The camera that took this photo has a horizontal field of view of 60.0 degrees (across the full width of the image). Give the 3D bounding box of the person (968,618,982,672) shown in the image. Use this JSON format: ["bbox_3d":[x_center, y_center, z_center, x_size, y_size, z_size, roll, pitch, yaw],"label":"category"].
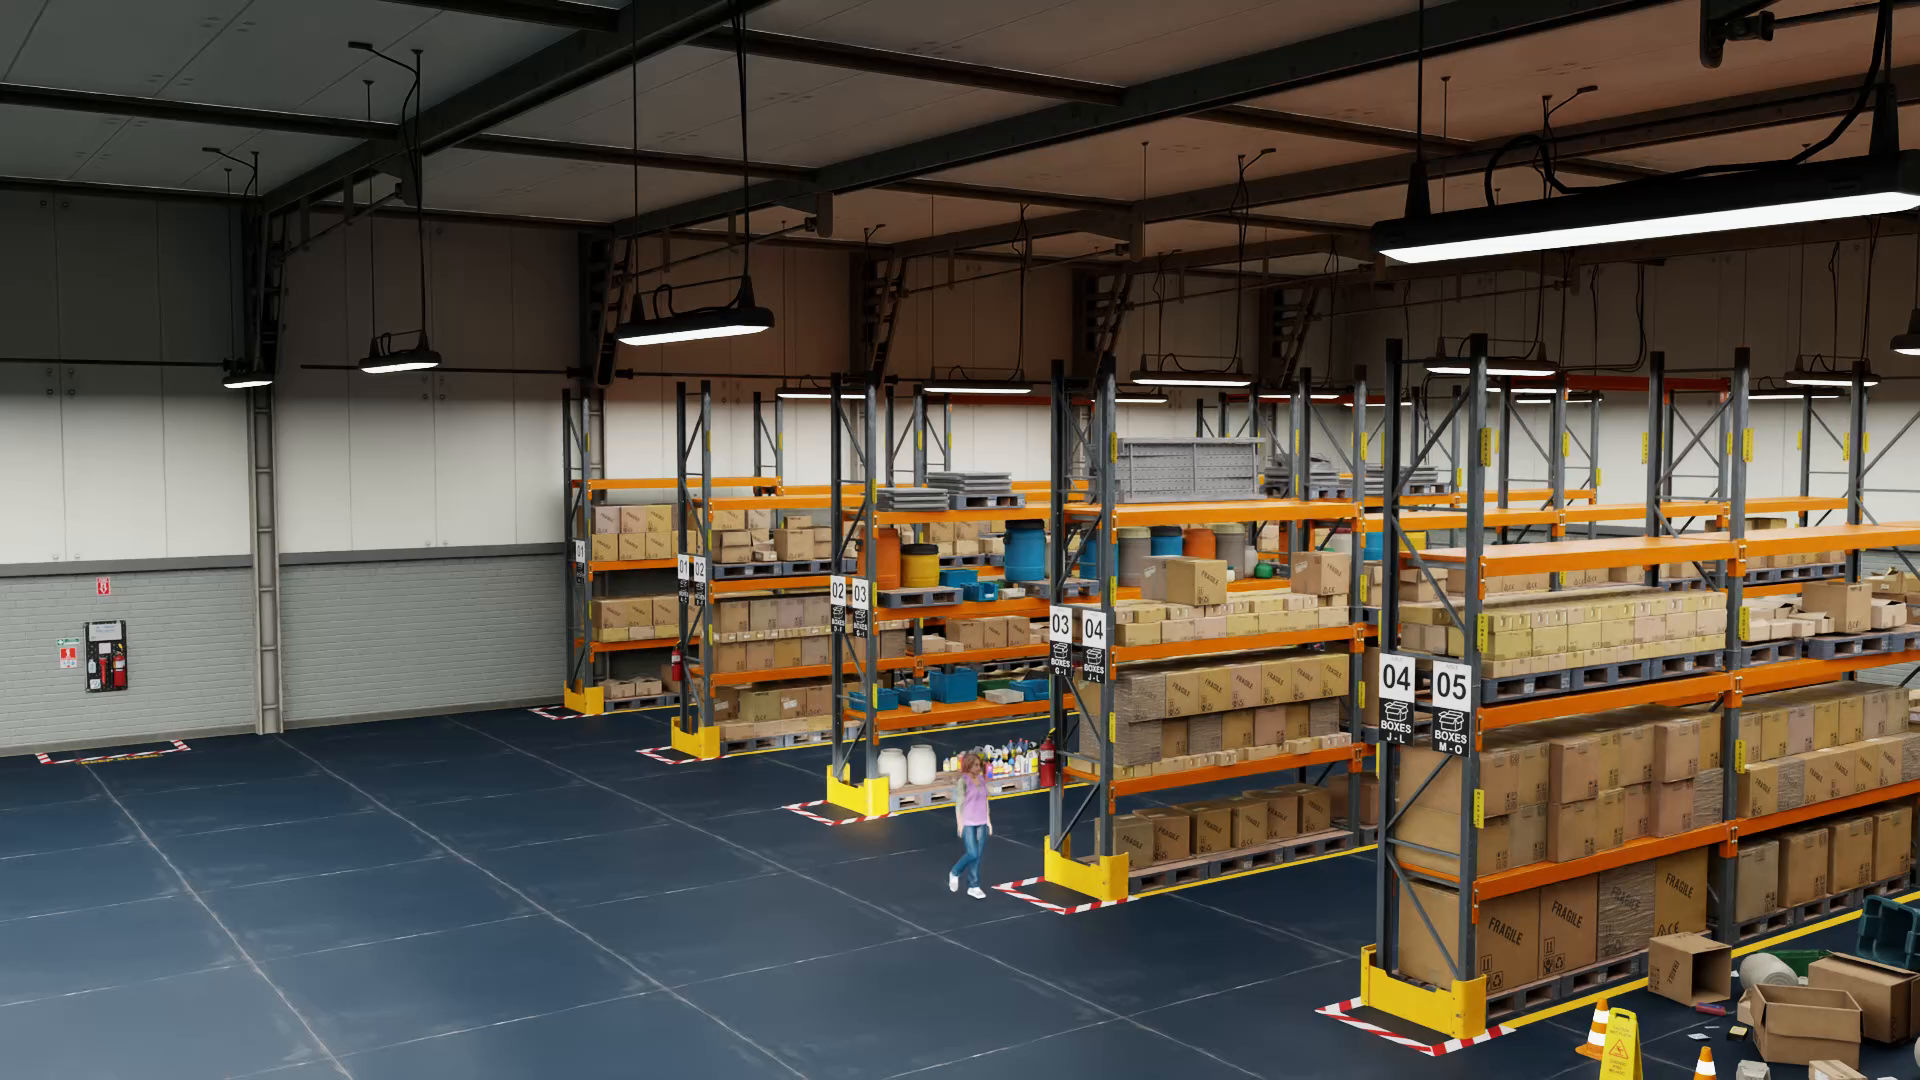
[{"bbox_3d":[0.212,2.356,32.234,0.438,1.489,0.449,-1,4,-9],"label":"person"}]

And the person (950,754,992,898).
[{"bbox_3d":[0.126,3.165,18.466,0.453,1.597,0.429,3,5,43],"label":"person"}]
